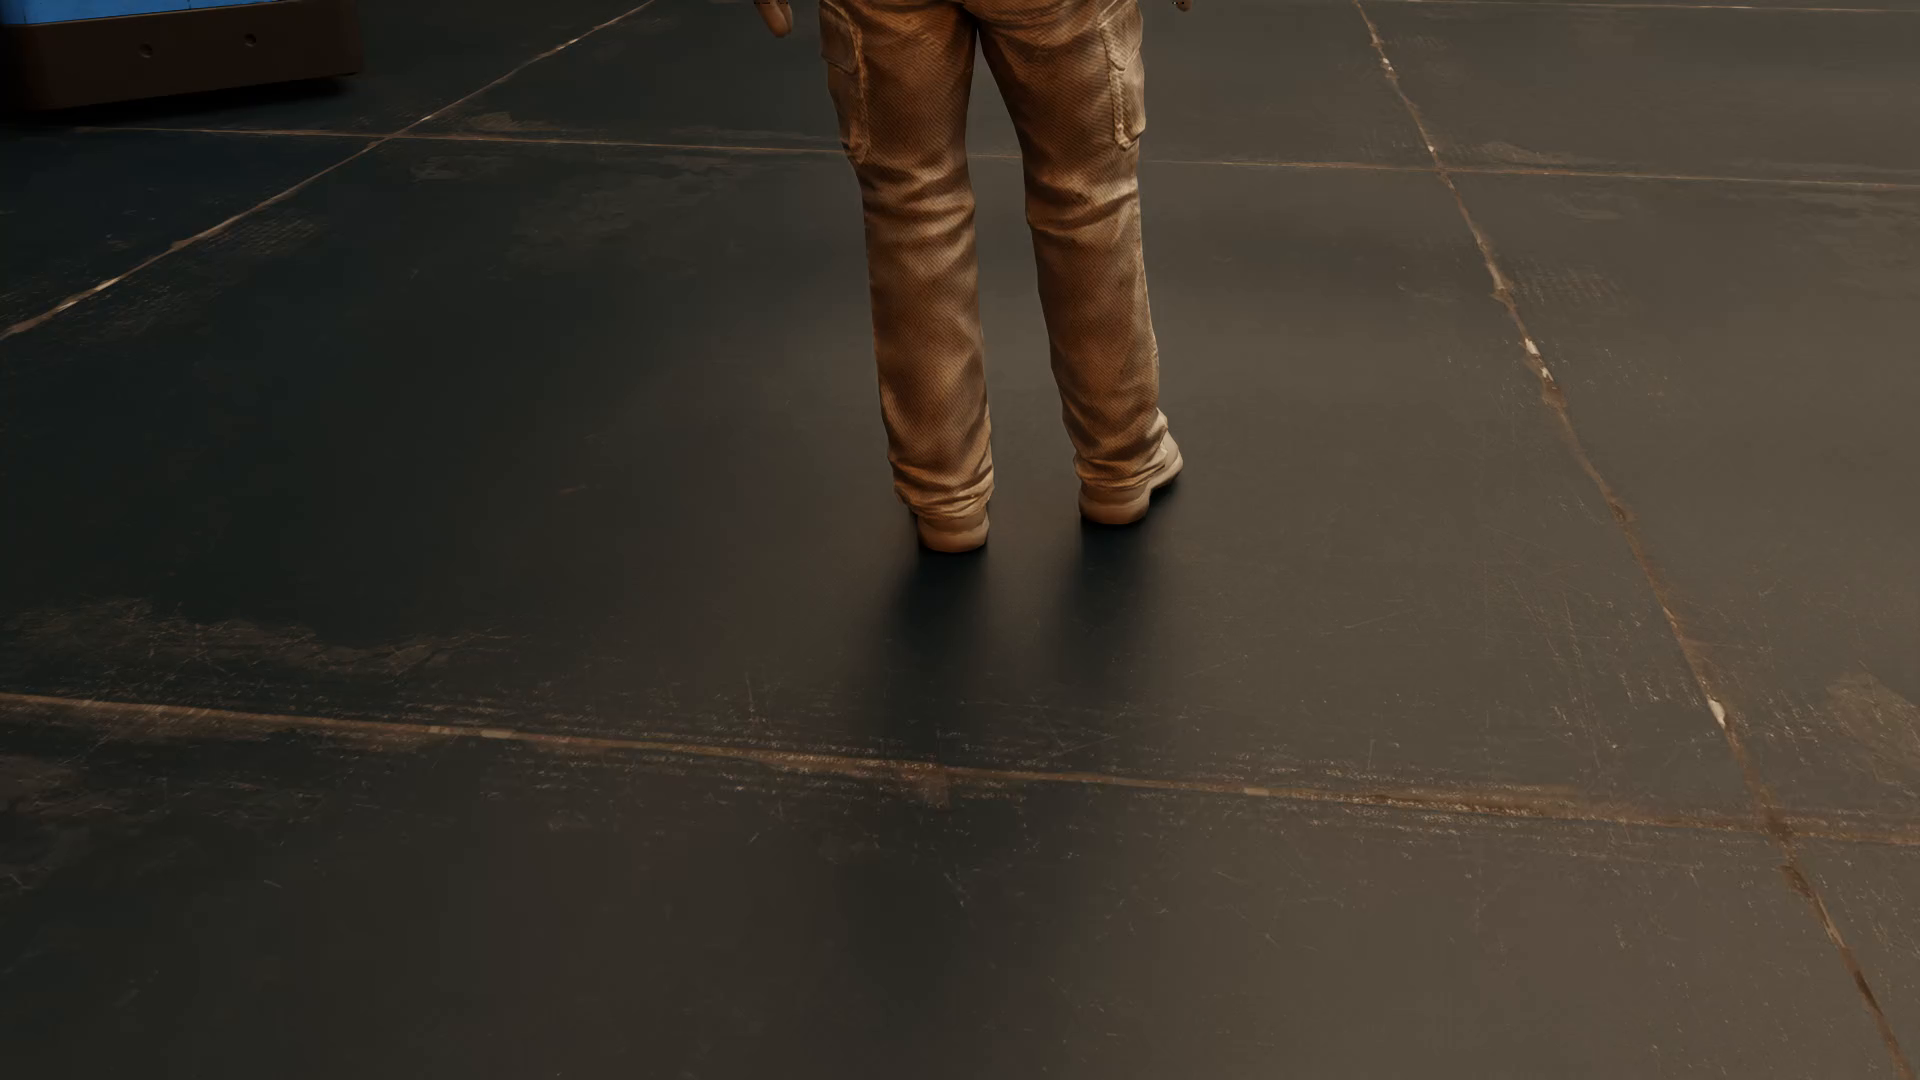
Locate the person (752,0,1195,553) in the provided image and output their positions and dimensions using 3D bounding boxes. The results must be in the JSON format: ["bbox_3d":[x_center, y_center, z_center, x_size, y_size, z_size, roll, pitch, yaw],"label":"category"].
[{"bbox_3d":[0.017,-0.836,2.162,0.656,1.784,0.575,3,27,7],"label":"person"}]

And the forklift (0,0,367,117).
[{"bbox_3d":[-3.232,-3.156,5.543,1.130,2.935,3.031,-19,32,-33],"label":"forklift"}]
